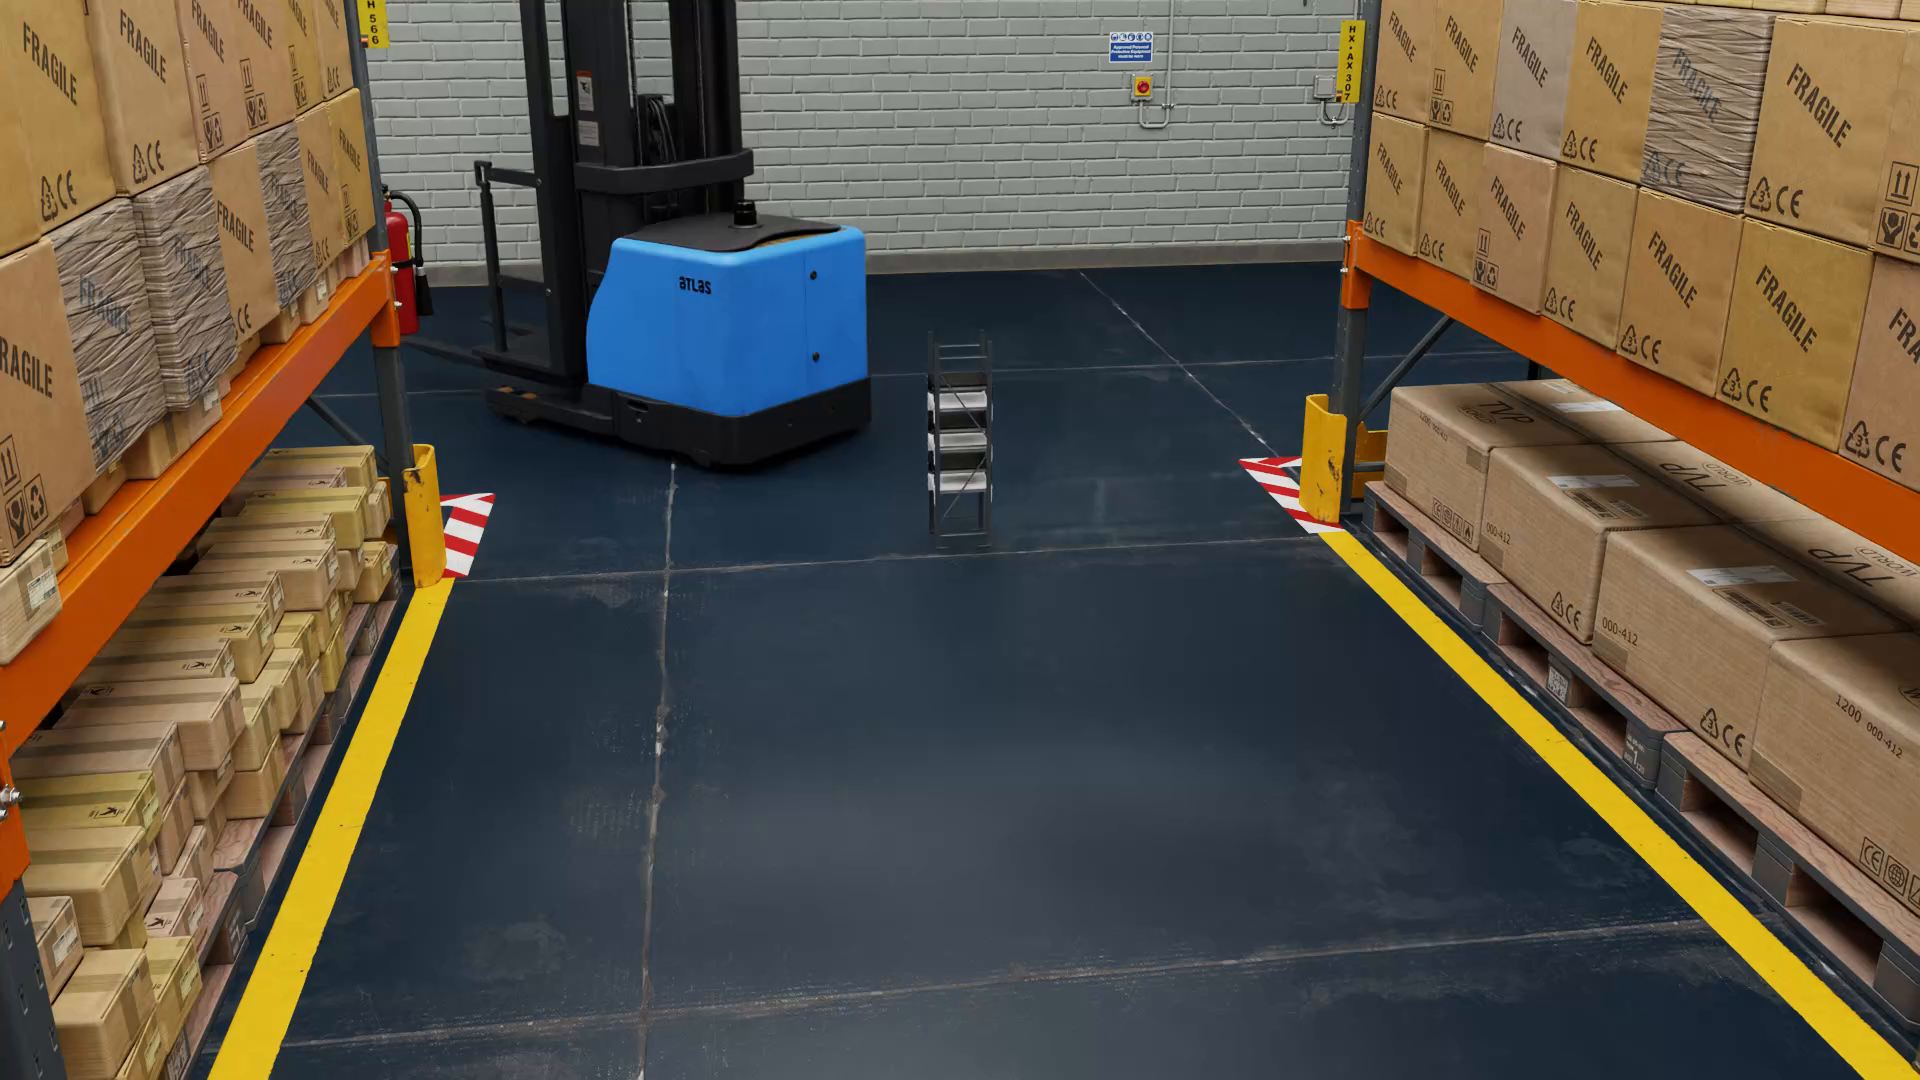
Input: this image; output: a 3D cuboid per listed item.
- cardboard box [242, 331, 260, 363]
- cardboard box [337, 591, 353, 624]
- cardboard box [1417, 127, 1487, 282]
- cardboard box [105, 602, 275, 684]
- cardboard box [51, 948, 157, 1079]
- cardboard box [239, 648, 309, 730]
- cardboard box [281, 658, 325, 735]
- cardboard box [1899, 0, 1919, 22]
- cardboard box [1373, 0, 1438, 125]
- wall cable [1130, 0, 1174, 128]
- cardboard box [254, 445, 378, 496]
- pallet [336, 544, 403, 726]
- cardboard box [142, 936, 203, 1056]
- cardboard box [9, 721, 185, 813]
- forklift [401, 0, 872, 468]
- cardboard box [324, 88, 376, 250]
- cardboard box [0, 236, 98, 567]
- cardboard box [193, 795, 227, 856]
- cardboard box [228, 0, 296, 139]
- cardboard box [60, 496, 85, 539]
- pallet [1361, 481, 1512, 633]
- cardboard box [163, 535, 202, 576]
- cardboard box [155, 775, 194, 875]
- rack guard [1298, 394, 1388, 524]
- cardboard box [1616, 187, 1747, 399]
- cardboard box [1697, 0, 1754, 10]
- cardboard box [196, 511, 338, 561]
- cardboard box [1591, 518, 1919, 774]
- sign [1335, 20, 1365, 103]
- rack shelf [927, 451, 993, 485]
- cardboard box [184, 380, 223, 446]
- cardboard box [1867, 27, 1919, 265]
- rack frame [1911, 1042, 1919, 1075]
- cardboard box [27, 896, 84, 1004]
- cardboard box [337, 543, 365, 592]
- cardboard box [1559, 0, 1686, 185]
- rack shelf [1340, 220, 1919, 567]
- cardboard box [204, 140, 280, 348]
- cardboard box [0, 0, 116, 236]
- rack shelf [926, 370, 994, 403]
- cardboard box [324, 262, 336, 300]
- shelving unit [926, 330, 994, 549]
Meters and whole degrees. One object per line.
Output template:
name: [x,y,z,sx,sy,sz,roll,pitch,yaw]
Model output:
cardboard box: [-2.298,-0.605,4.907,0.380,0.149,0.250,-4,21,-10]
cardboard box: [-2.351,0.219,5.818,0.380,0.149,0.250,-3,21,-8]
cardboard box: [2.046,-1.249,6.129,0.500,0.500,0.500,-3,21,-9]
cardboard box: [-2.192,0.301,4.746,0.380,0.149,0.250,-3,21,-7]
cardboard box: [-1.883,0.971,3.378,0.380,0.149,0.250,-2,21,-5]
cardboard box: [-2.115,0.438,4.804,0.380,0.149,0.250,-3,21,-7]
cardboard box: [-2.184,0.484,5.106,0.380,0.149,0.250,-3,21,-7]
cardboard box: [2.421,-1.264,3.815,0.380,0.149,0.250,-3,21,-8]
cardboard box: [1.948,-1.891,6.420,0.500,0.500,0.500,-3,21,-9]
wall cable: [1.324,-3.998,12.136,0.585,1.953,0.123,-3,21,-8]
cardboard box: [-2.396,-0.241,6.198,0.380,0.149,0.250,-3,21,-7]
pallet: [-2.631,0.344,5.993,1.003,0.211,1.213,-3,21,-8]
cardboard box: [-1.920,1.018,3.678,0.380,0.149,0.250,-2,21,-6]
cardboard box: [-2.118,0.571,4.024,0.380,0.149,0.250,-3,21,-9]
forklift: [-1.934,-2.120,8.704,3.031,2.935,1.130,15,25,35]
cardboard box: [-2.404,-1.315,5.882,0.500,0.500,0.500,-2,21,-7]
cardboard box: [-1.969,-0.257,3.049,0.500,0.500,0.500,-3,21,-9]
cardboard box: [-2.167,0.758,4.375,0.380,0.149,0.250,-4,21,-10]
cardboard box: [-2.255,-1.425,4.748,0.500,0.500,0.500,-2,21,-5]
cardboard box: [-2.065,-0.059,3.446,0.380,0.149,0.250,-4,21,-10]
pallet: [2.353,0.023,6.853,1.003,0.211,1.213,-3,21,-8]
cardboard box: [-2.796,0.100,5.710,0.380,0.149,0.250,-3,21,-7]
cardboard box: [-2.115,0.712,4.072,0.380,0.149,0.250,-4,21,-11]
rack guard: [2.157,-0.393,7.555,1.175,0.500,0.348,-3,21,-8]
cardboard box: [2.250,-0.717,4.706,0.500,0.500,0.500,-3,21,-9]
cardboard box: [2.256,-1.527,4.518,0.380,0.149,0.250,-3,21,-9]
cardboard box: [-2.279,0.025,5.486,0.380,0.149,0.250,-4,21,-10]
cardboard box: [2.623,0.300,5.189,0.875,0.438,0.875,-4,21,-9]
sign: [1.610,-1.973,6.861,0.100,0.325,0.005,-3,21,-8]
rack shelf: [-0.001,-0.309,7.109,0.258,0.077,0.200,-3,21,-8]
cardboard box: [-2.102,-0.337,4.190,0.380,0.149,0.250,-2,21,-5]
cardboard box: [2.396,-0.836,3.595,0.500,0.500,0.500,-3,21,-8]
rack frame: [2.737,-0.171,3.387,1.000,3.000,0.127,-3,21,-8]
cardboard box: [-1.992,0.844,3.294,0.380,0.149,0.250,-2,21,-6]
cardboard box: [-2.288,0.076,5.774,0.380,0.149,0.250,-4,21,-10]
cardboard box: [2.184,-1.362,5.003,0.500,0.500,0.500,-3,21,-8]
rack shelf: [2.449,-0.527,5.367,1.077,0.370,4.000,-3,21,-8]
cardboard box: [-2.191,-0.788,4.471,0.500,0.500,0.500,-2,21,-5]
cardboard box: [-2.061,-0.888,3.310,0.500,0.500,0.500,-4,21,-9]
rack shelf: [-0.001,-0.646,6.983,0.258,0.077,0.200,-3,21,-8]
cardboard box: [-2.347,-0.881,5.647,0.380,0.149,0.250,-3,21,-8]
shelving unit: [-0.001,-0.424,7.066,0.258,0.900,0.210,-3,21,-8]
